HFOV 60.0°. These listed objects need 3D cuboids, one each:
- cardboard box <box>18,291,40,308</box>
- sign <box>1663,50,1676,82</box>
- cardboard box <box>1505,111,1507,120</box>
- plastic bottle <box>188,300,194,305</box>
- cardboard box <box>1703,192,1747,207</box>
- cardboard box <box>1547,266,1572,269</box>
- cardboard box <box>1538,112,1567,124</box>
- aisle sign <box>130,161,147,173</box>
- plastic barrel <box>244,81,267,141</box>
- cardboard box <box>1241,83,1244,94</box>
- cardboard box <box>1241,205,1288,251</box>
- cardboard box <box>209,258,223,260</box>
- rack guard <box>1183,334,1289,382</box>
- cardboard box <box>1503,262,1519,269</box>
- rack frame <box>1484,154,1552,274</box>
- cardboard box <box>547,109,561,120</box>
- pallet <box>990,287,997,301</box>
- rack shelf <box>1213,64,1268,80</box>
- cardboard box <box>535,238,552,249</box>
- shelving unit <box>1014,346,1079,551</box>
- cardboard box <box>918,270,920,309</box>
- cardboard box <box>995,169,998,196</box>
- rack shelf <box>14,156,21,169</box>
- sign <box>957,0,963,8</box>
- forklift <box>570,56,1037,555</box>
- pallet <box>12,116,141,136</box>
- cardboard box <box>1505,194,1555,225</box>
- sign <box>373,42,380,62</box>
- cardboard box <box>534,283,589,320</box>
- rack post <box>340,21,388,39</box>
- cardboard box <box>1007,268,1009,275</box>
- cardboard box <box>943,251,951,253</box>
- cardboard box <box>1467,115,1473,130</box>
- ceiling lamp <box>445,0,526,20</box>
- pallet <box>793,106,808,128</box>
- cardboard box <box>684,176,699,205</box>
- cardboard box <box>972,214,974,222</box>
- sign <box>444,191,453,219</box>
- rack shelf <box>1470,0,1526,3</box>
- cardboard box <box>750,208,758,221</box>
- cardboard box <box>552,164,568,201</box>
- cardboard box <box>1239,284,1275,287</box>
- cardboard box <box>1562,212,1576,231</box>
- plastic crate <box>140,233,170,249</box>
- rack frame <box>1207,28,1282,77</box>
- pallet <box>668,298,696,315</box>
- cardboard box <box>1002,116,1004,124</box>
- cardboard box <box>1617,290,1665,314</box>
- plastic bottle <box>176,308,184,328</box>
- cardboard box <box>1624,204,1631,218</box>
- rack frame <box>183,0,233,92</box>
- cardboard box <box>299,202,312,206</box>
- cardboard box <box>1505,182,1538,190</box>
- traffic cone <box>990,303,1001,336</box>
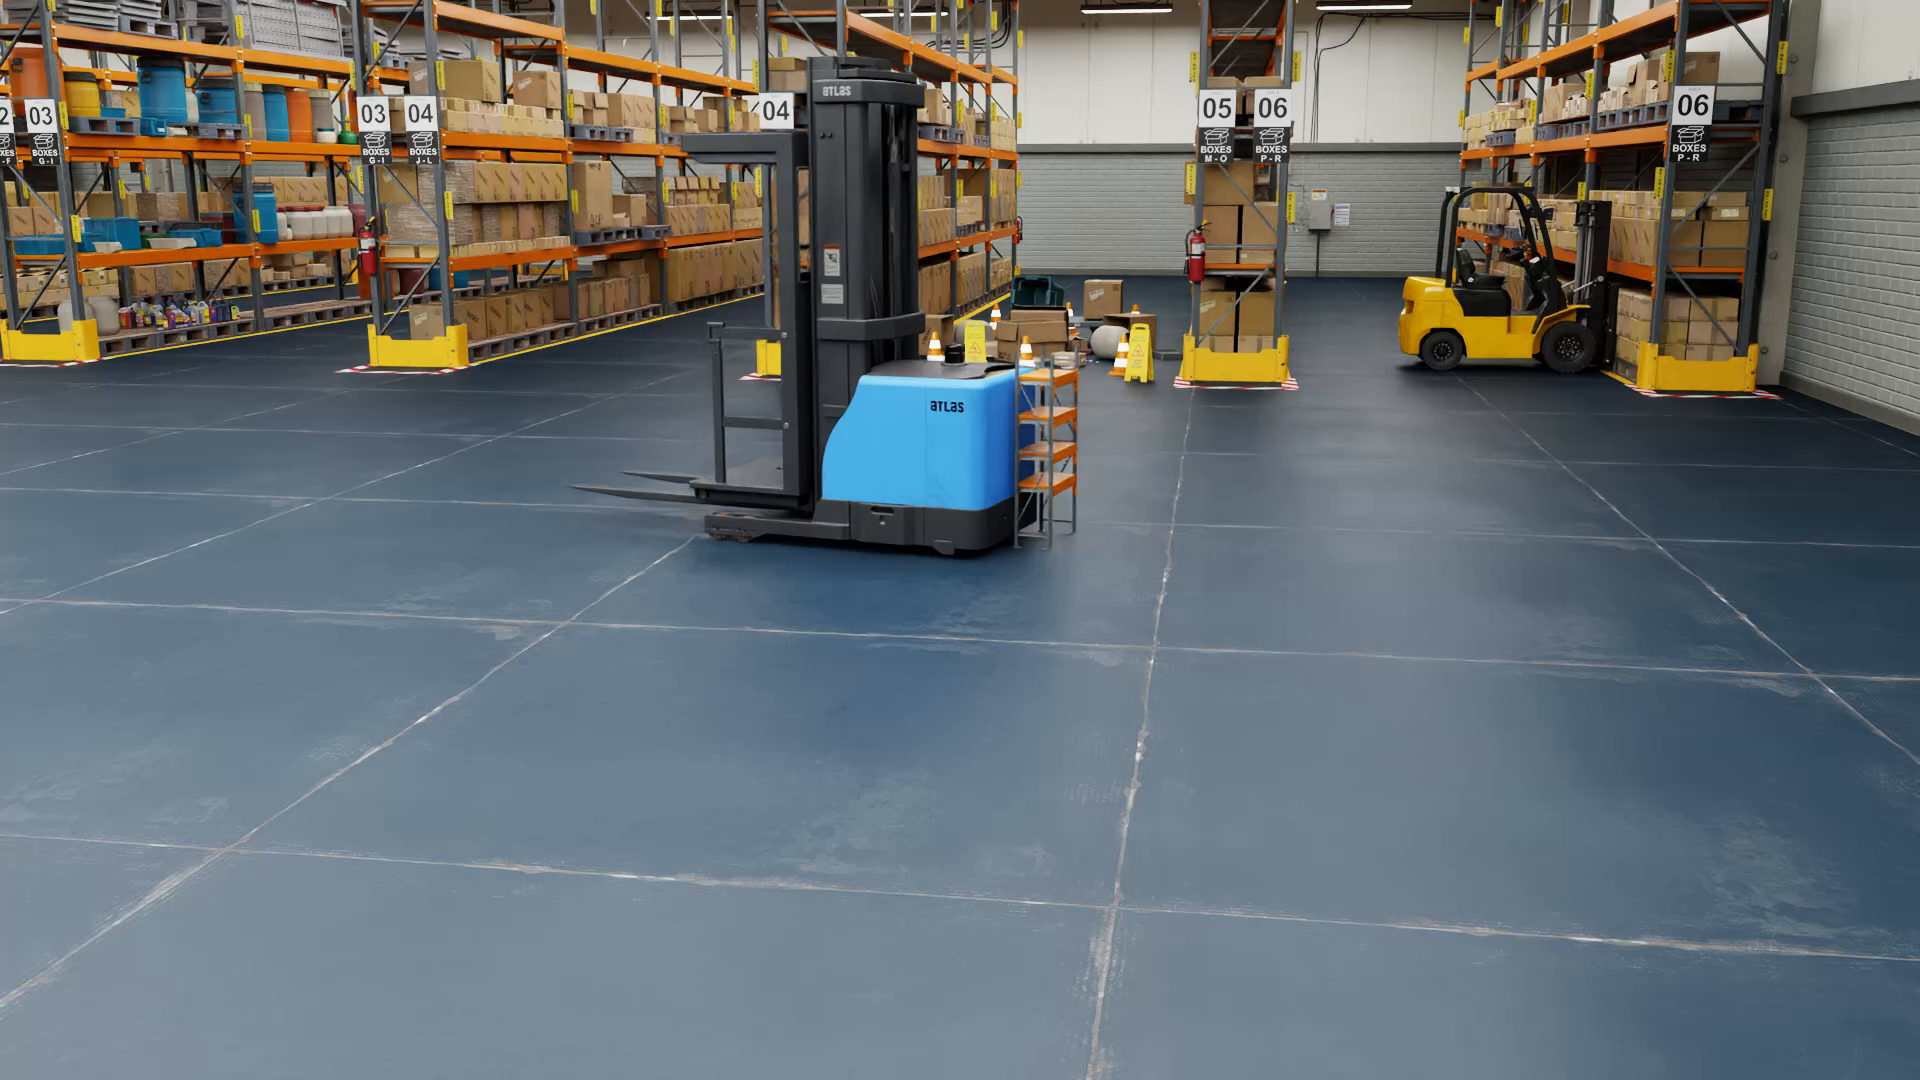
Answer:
[{"bbox_3d":[-15.376,-3.910,27.047,0.500,0.250,0.500,1,12,7],"label":"cardboard box"},{"bbox_3d":[7.496,-5.004,17.560,0.100,0.325,0.005,2,12,9],"label":"sign"},{"bbox_3d":[9.266,-7.046,27.603,0.380,0.149,0.250,2,12,9],"label":"cardboard box"},{"bbox_3d":[-11.428,-3.427,24.706,0.097,0.271,0.097,0,12,0],"label":"plastic bottle"},{"bbox_3d":[8.293,-3.698,18.048,0.380,0.149,0.250,2,12,8],"label":"cardboard box"},{"bbox_3d":[9.801,-4.406,27.214,0.380,0.149,0.250,2,12,7],"label":"cardboard box"},{"bbox_3d":[8.907,-6.332,24.956,0.380,0.166,0.250,2,12,9],"label":"cardboard box"},{"bbox_3d":[-18.582,-8.693,37.538,0.394,0.787,0.004,2,12,9],"label":"aisle sign"},{"bbox_3d":[-10.982,-6.558,25.493,0.600,0.901,0.600,0,12,0],"label":"plastic barrel"},{"bbox_3d":[3.185,-5.358,19.820,0.380,0.149,0.250,2,12,7],"label":"cardboard box"},{"bbox_3d":[3.472,-3.567,18.982,0.500,0.500,0.500,2,12,8],"label":"cardboard box"},{"bbox_3d":[-14.925,-5.324,32.969,0.500,0.500,0.500,1,12,6],"label":"cardboard box"},{"bbox_3d":[3.137,-2.077,18.945,1.175,0.500,0.348,2,12,9],"label":"rack guard"},{"bbox_3d":[9.535,-4.684,28.505,0.380,0.149,0.250,2,12,8],"label":"cardboard box"},{"bbox_3d":[9.876,-5.621,29.457,1.000,3.000,0.127,2,12,9],"label":"rack frame"},{"bbox_3d":[-5.816,-5.948,23.262,0.380,0.149,0.250,2,12,10],"label":"cardboard box"},{"bbox_3d":[0.132,-4.698,31.794,1.003,0.211,1.213,2,12,9],"label":"pallet"},{"bbox_3d":[4.663,-7.750,27.753,1.077,0.370,4.000,2,12,9],"label":"rack shelf"},{"bbox_3d":[-5.868,-4.102,23.006,0.380,0.149,0.250,2,12,9],"label":"cardboard box"},{"bbox_3d":[0.537,-0.579,10.333,0.258,1.200,0.503,5,13,21],"label":"shelving unit"},{"bbox_3d":[-1.160,-3.493,23.924,1.050,0.750,0.750,2,12,8],"label":"cardboard box"},{"bbox_3d":[0.439,-6.798,31.601,0.500,0.500,0.500,2,12,7],"label":"cardboard box"},{"bbox_3d":[-19.812,-7.282,31.751,1.077,0.370,4.000,2,12,9],"label":"rack shelf"},{"bbox_3d":[-0.002,-8.537,26.155,0.100,0.325,0.005,2,12,9],"label":"sign"},{"bbox_3d":[-1.074,-1.518,10.580,3.031,2.935,1.130,5,13,21],"label":"forklift"},{"bbox_3d":[-11.337,-5.308,21.331,1.003,0.211,1.213,2,12,9],"label":"pallet"},{"bbox_3d":[9.329,-5.390,27.142,0.797,0.503,0.637,2,12,7],"label":"cardboard box"},{"bbox_3d":[-9.786,-8.189,27.896,0.100,0.325,0.005,2,12,9],"label":"sign"},{"bbox_3d":[-5.936,-3.557,24.769,0.700,0.500,0.500,1,12,4],"label":"cardboard box"},{"bbox_3d":[-10.308,-8.780,28.651,0.624,0.289,0.986,2,12,9],"label":"rack post"},{"bbox_3d":[0.802,-5.483,33.879,0.380,0.149,0.250,1,12,6],"label":"cardboard box"},{"bbox_3d":[-0.311,-5.125,30.312,0.500,0.250,0.500,1,12,6],"label":"cardboard box"},{"bbox_3d":[10.078,-8.047,32.057,0.500,0.250,0.500,2,12,8],"label":"cardboard box"},{"bbox_3d":[-11.110,-13.520,38.012,2.000,3.185,0.800,2,12,9],"label":"ceiling lamp"},{"bbox_3d":[-1.678,-5.000,19.666,1.003,0.211,1.213,2,12,9],"label":"pallet"},{"bbox_3d":[-5.109,-6.236,29.691,0.797,0.503,0.637,2,12,10],"label":"cardboard box"},{"bbox_3d":[0.043,-5.698,29.412,0.380,0.149,0.250,1,12,6],"label":"cardboard box"},{"bbox_3d":[-6.131,-4.010,19.925,0.100,0.325,0.005,2,12,9],"label":"sign"},{"bbox_3d":[10.183,-10.243,30.482,1.077,0.370,4.000,2,12,9],"label":"rack shelf"},{"bbox_3d":[-4.335,-6.475,33.069,0.500,0.250,0.500,2,12,10],"label":"cardboard box"},{"bbox_3d":[-5.849,-5.017,23.339,0.500,0.500,0.500,2,12,9],"label":"cardboard box"},{"bbox_3d":[3.687,-2.888,20.524,0.500,0.500,0.500,2,12,10],"label":"cardboard box"},{"bbox_3d":[8.540,-4.345,22.703,0.500,0.250,0.500,2,12,7],"label":"cardboard box"},{"bbox_3d":[-11.434,-4.220,23.460,0.450,0.188,0.662,2,12,9],"label":"plastic crate"},{"bbox_3d":[3.740,-7.049,21.840,1.000,3.000,0.127,2,12,9],"label":"rack frame"},{"bbox_3d":[-5.241,-4.068,28.869,1.003,0.211,1.213,2,12,9],"label":"pallet"},{"bbox_3d":[0.660,-8.187,32.466,0.380,0.149,0.250,2,12,7],"label":"cardboard box"},{"bbox_3d":[7.933,-2.791,19.480,0.500,0.250,0.500,2,12,9],"label":"cardboard box"},{"bbox_3d":[-10.906,-3.106,23.216,0.097,0.271,0.097,0,12,0],"label":"plastic bottle"},{"bbox_3d":[7.980,-3.838,19.406,0.380,0.149,0.250,2,12,9],"label":"cardboard box"},{"bbox_3d":[-14.609,-9.357,32.550,1.000,3.000,0.127,2,12,9],"label":"rack frame"},{"bbox_3d":[-14.030,-6.887,35.092,0.500,0.500,0.500,2,12,8],"label":"cardboard box"},{"bbox_3d":[10.368,-6.361,30.761,0.500,0.500,0.500,2,12,7],"label":"cardboard box"},{"bbox_3d":[0.532,-3.245,24.454,0.336,0.463,0.334,2,12,9],"label":"traffic cone"}]
